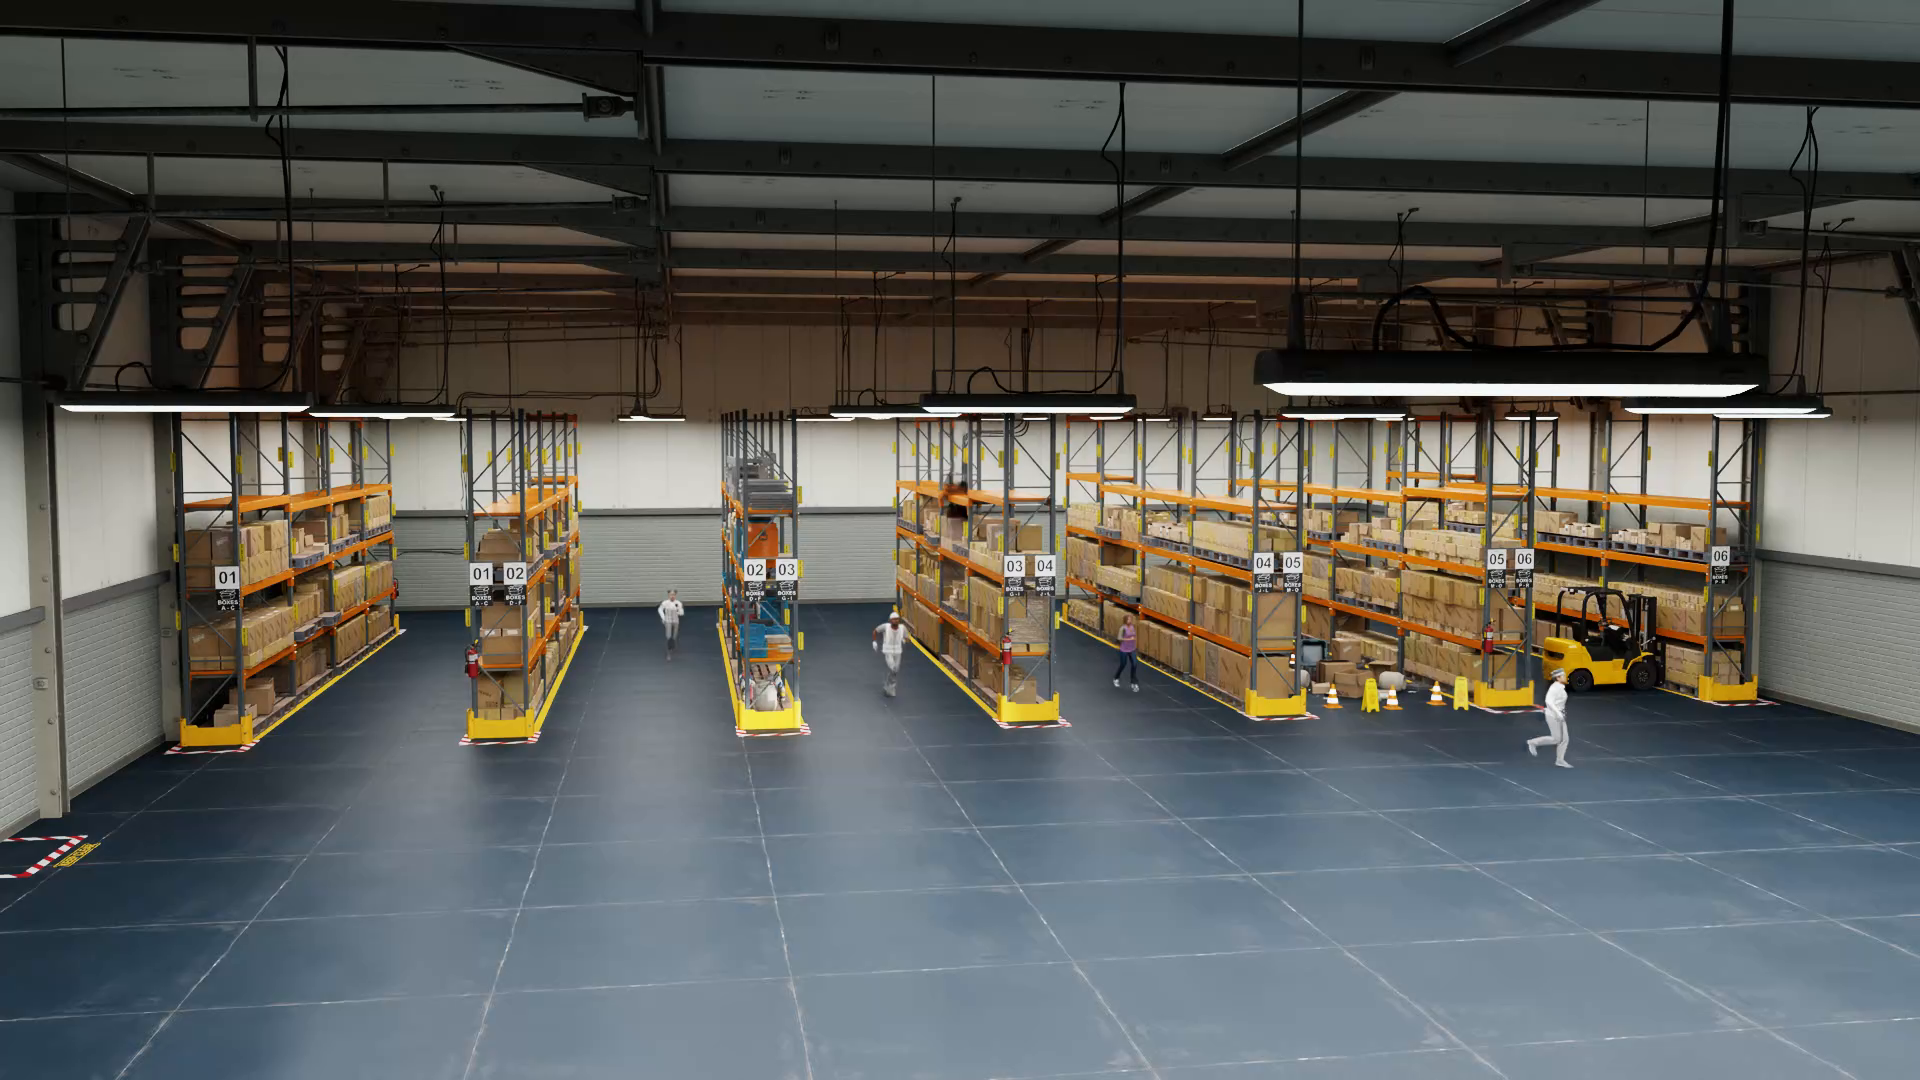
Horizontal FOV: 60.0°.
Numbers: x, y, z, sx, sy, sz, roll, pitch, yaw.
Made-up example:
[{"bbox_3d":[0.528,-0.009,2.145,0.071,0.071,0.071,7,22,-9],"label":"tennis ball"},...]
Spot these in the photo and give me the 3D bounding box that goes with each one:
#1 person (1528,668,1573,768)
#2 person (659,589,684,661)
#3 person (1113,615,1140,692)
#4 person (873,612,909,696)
[{"bbox_3d":[9.937,2.959,27.907,0.743,1.676,0.644,2,5,30],"label":"person"},{"bbox_3d":[-7.003,2.067,40.464,0.593,1.749,0.724,-1,4,-17],"label":"person"},{"bbox_3d":[3.587,2.411,35.793,0.543,1.631,0.778,-2,5,-31],"label":"person"},{"bbox_3d":[-1.428,2.393,35.007,0.717,1.768,0.826,-1,4,-20],"label":"person"}]
